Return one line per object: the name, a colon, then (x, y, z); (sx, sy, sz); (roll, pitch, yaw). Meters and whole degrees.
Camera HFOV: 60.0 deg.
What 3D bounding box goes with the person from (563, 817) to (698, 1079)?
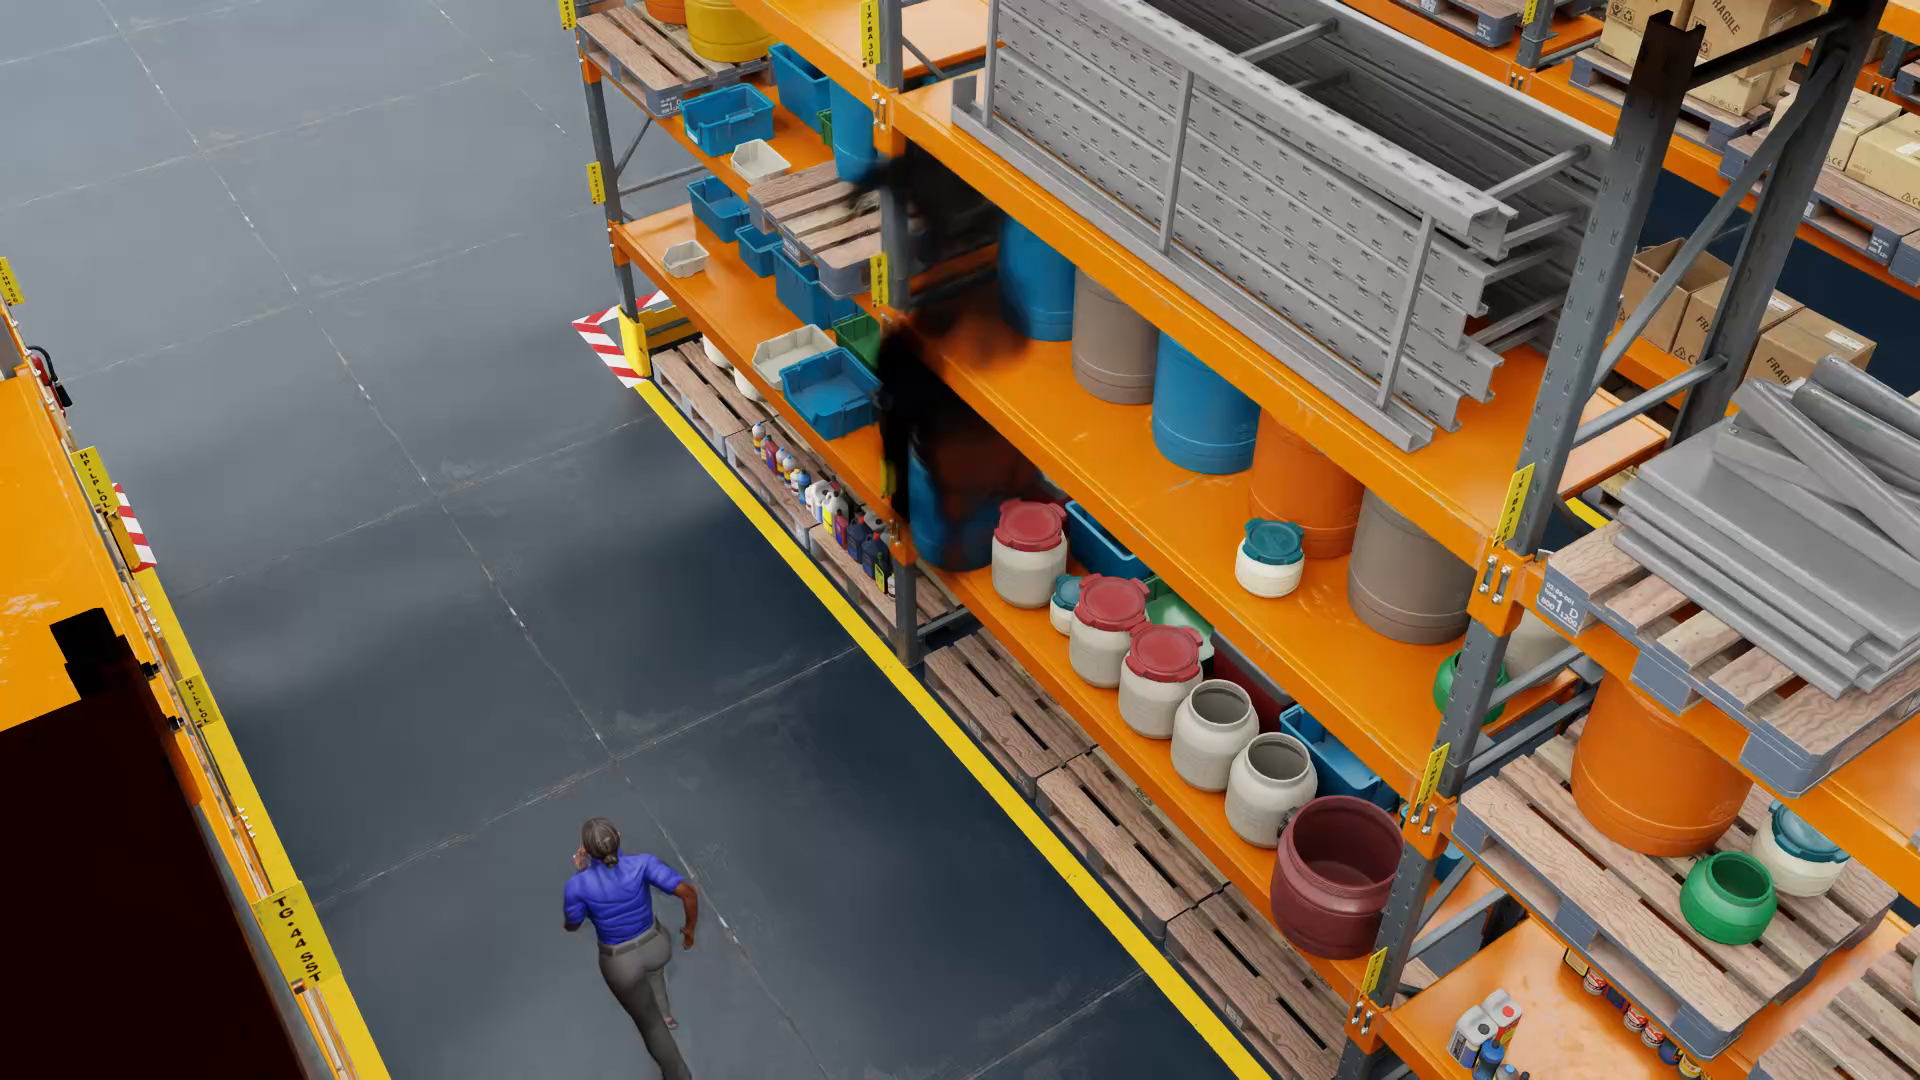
person: (-1.560, 1.971, 8.018); (0.564, 1.625, 0.825); (-25, 48, -24)
